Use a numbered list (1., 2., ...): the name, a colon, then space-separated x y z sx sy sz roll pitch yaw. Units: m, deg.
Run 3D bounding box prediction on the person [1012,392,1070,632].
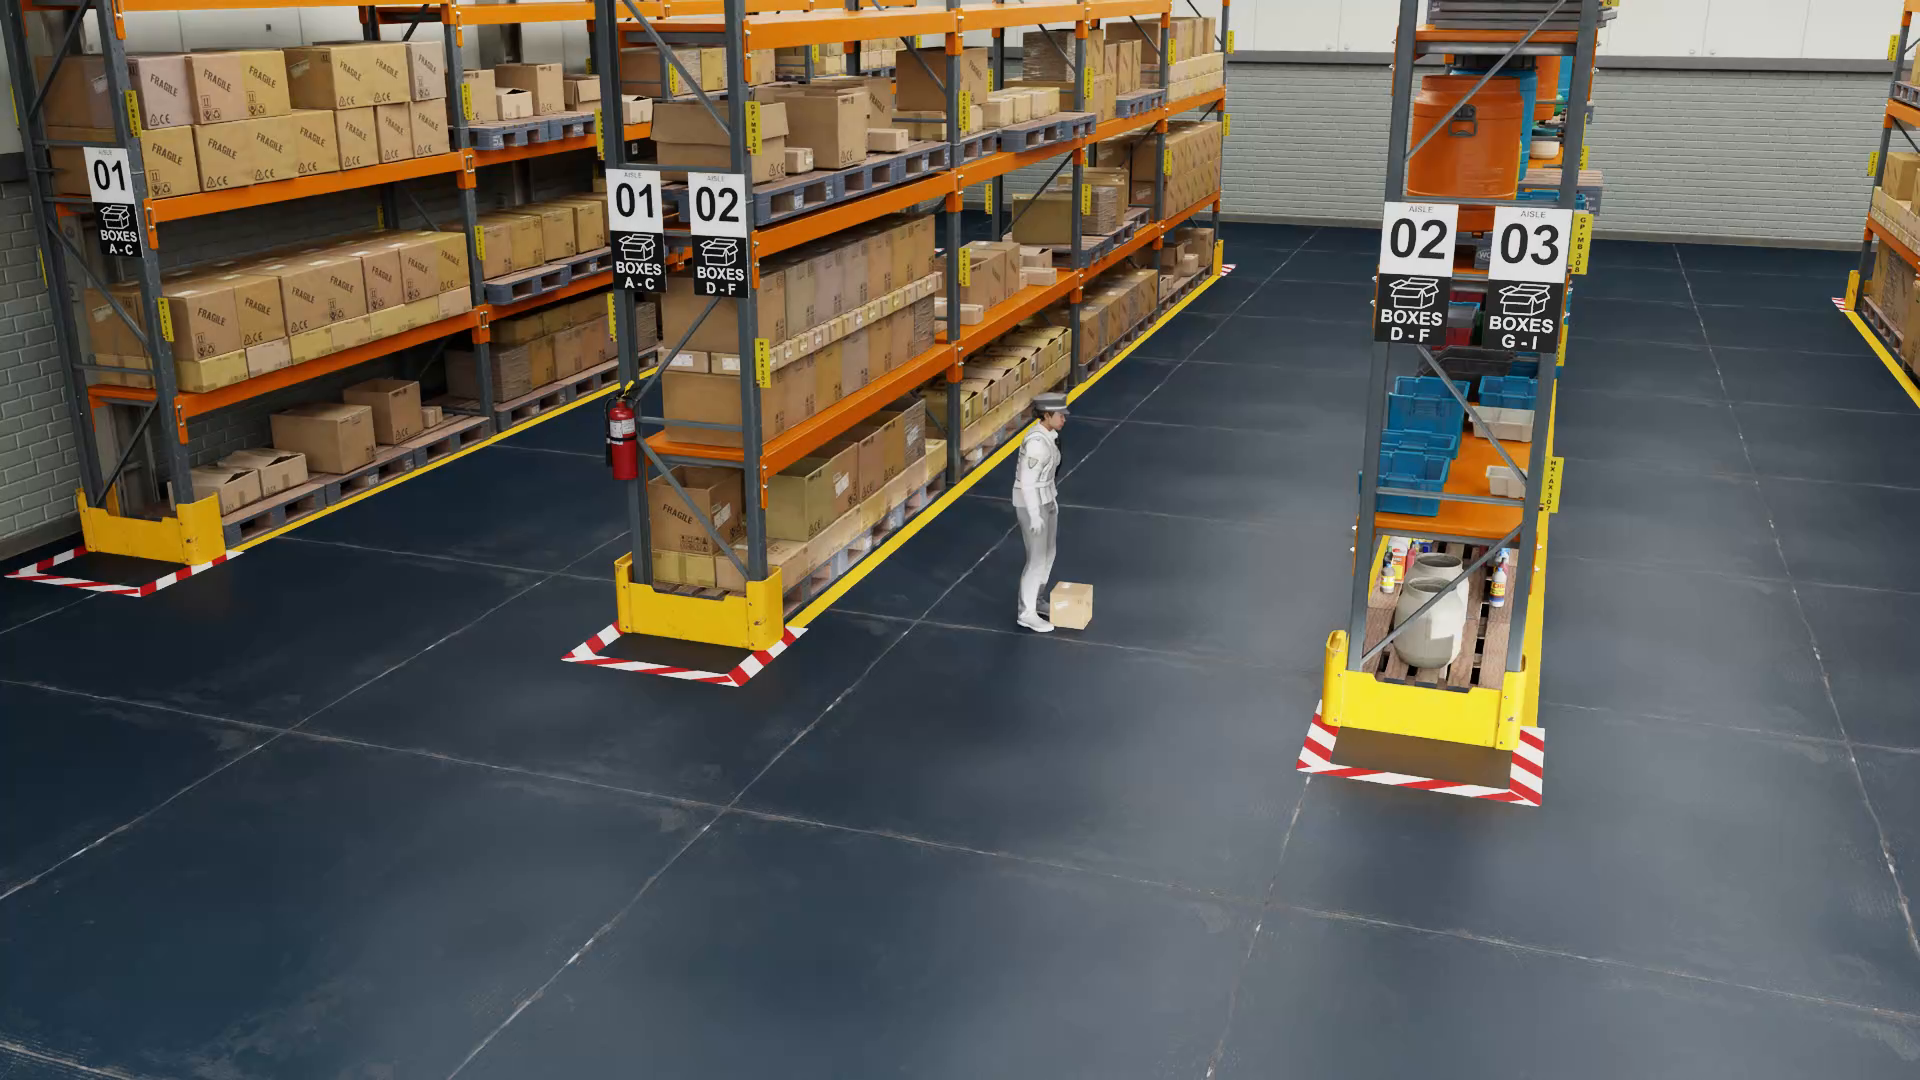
1. person: 0.570 -0.225 11.719 0.378 1.663 0.533 6 20 18
